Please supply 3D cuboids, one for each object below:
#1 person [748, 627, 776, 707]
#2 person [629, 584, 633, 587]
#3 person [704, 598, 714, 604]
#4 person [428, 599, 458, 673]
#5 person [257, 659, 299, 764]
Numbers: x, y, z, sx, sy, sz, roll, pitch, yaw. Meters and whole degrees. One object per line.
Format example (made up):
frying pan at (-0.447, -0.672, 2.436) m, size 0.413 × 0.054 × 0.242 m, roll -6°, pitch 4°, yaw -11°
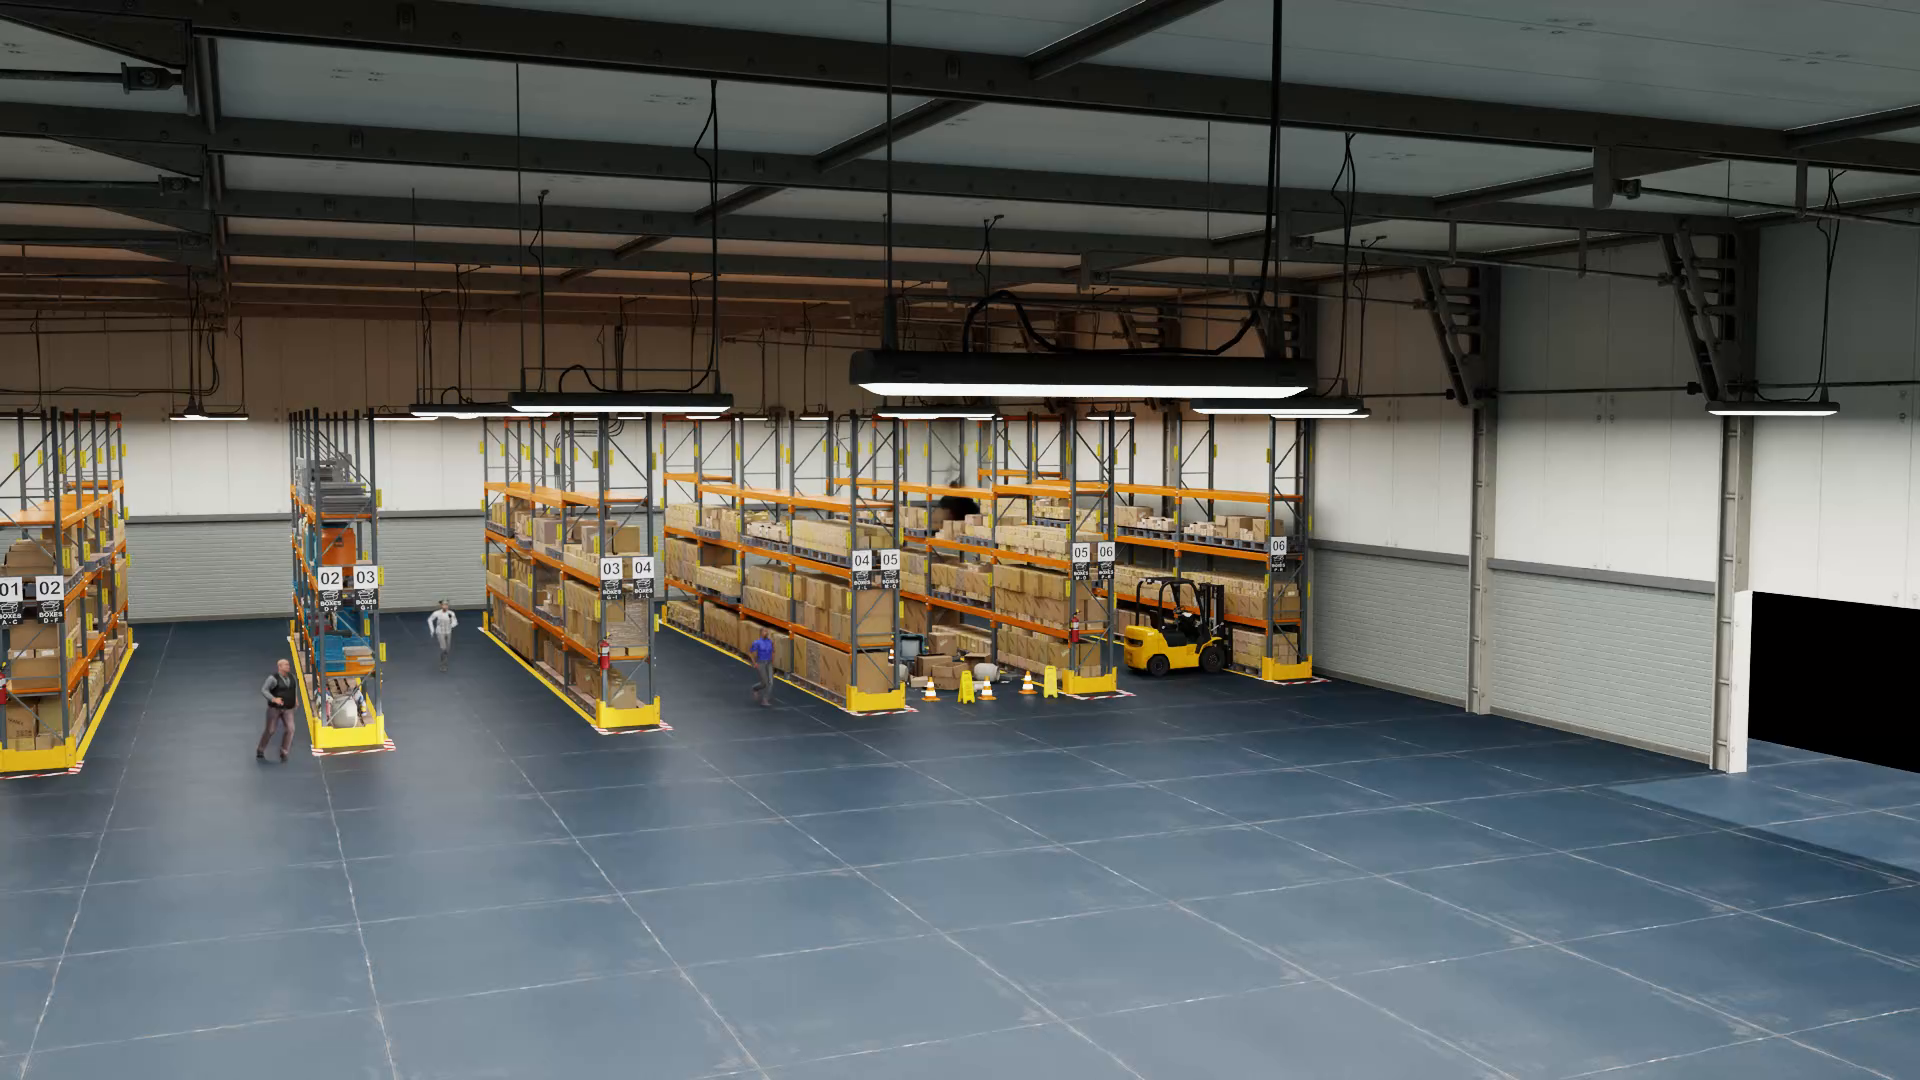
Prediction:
person at (-3.988, 2.563, 33.728) m, size 0.591 × 1.597 × 0.575 m, roll -3°, pitch 5°, yaw -40°
person at (-8.635, 1.706, 44.886) m, size 0.635 × 1.785 × 0.720 m, roll -2°, pitch 4°, yaw -26°
person at (-7.654, 1.360, 49.501) m, size 0.848 × 1.777 × 0.691 m, roll 2°, pitch 4°, yaw 25°
person at (-11.891, 2.200, 38.328) m, size 0.566 × 1.714 × 0.783 m, roll -3°, pitch 5°, yaw -36°
person at (-11.536, 2.903, 28.273) m, size 0.753 × 1.748 × 0.733 m, roll 4°, pitch 5°, yaw 43°
